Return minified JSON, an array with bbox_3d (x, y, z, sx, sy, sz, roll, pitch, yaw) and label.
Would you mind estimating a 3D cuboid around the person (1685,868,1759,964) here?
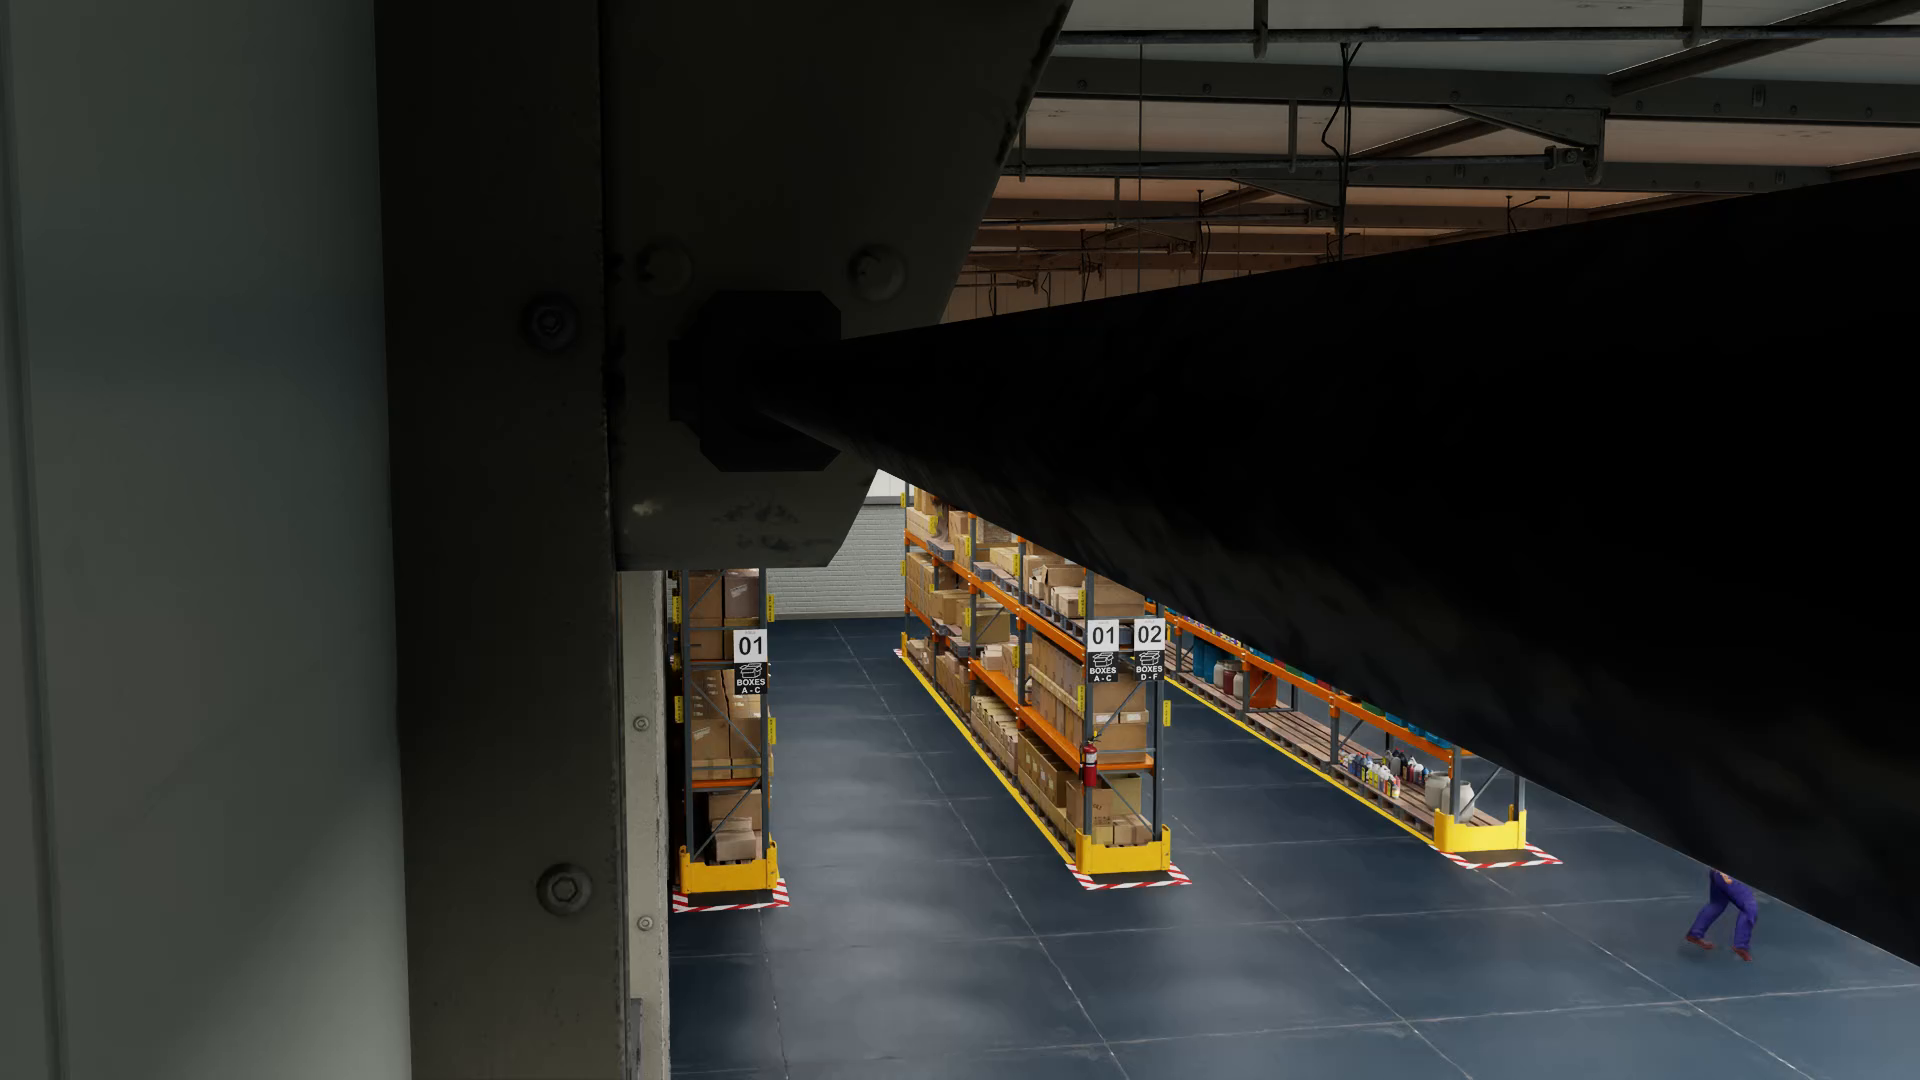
[{"bbox_3d":[8.233,3.674,17.836,0.735,1.714,0.577,2,6,14],"label":"person"}]
